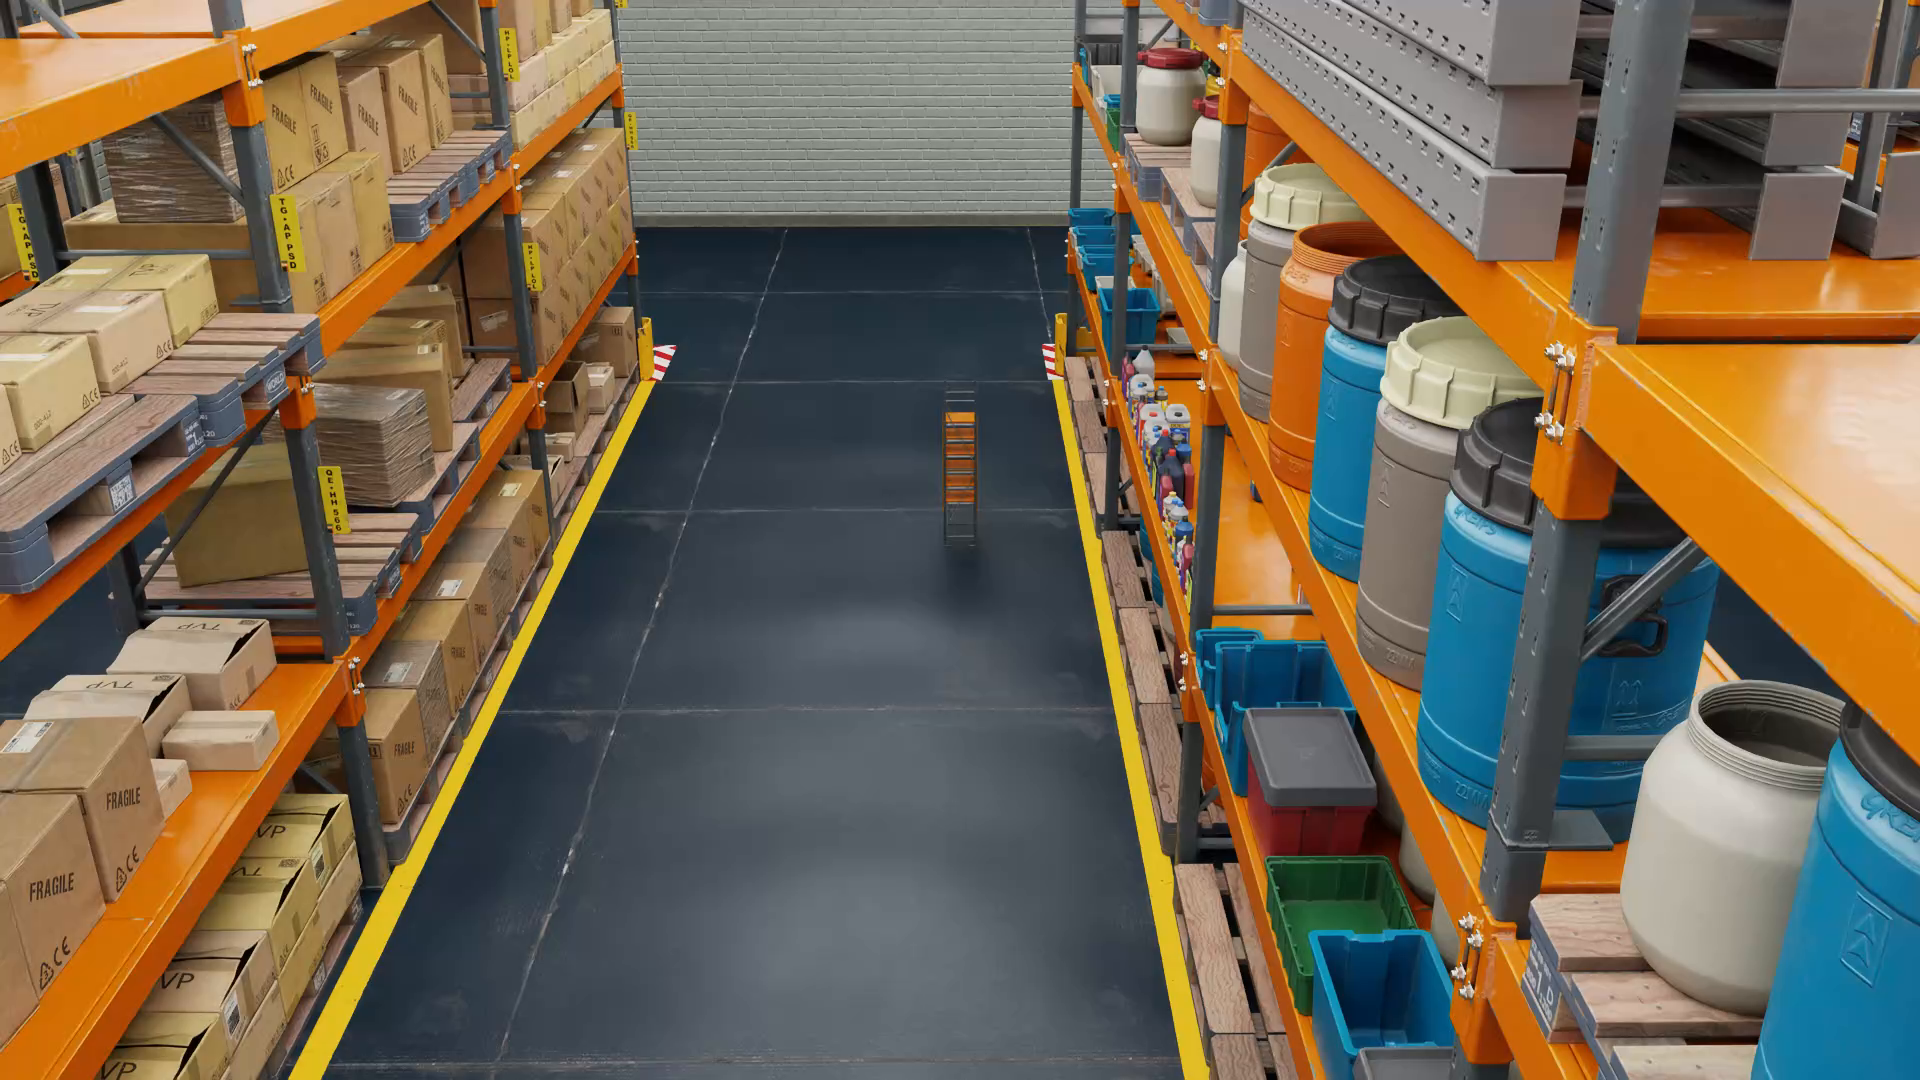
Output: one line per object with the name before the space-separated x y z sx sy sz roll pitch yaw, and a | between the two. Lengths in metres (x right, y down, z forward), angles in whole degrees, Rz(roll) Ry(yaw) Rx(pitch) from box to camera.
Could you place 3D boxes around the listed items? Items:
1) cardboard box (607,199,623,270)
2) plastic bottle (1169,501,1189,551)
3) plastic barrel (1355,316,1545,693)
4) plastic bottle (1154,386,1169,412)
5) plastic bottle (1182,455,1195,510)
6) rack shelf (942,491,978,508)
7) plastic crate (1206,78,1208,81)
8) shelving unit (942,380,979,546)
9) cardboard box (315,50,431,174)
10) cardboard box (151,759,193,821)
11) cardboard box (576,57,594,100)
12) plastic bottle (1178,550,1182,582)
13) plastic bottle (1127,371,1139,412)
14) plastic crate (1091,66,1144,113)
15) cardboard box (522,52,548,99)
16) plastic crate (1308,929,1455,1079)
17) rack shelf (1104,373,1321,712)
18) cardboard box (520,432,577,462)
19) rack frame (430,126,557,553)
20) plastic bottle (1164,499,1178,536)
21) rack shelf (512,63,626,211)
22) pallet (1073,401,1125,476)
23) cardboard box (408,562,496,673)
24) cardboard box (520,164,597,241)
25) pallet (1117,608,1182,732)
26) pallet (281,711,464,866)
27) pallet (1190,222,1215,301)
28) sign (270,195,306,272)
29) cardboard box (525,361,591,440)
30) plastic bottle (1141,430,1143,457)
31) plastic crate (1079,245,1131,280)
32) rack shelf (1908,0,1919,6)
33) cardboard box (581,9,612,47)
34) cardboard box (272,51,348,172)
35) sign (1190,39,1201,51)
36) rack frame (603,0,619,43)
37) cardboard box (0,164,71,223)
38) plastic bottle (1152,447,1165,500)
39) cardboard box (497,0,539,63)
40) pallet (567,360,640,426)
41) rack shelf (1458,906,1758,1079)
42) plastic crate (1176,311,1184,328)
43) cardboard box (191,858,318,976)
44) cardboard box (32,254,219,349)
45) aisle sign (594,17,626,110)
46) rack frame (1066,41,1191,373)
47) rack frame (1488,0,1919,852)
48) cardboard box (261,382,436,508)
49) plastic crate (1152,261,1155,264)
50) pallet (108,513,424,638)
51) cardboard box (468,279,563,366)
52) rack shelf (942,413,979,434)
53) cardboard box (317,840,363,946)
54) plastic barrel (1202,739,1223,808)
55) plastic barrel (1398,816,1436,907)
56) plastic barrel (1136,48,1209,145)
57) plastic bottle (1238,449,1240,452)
cardboard box | -3.172 -2.591 14.101 0.500 0.500 0.500 0 24 0
plastic bottle | 1.162 -0.076 8.818 0.097 0.271 0.097 0 24 0
plastic barrel | 1.397 -0.092 4.448 0.600 0.901 0.600 0 24 0
plastic bottle | 1.292 -0.890 10.701 0.097 0.201 0.097 0 24 0
plastic bottle | 1.281 -0.326 9.356 0.061 0.283 0.133 0 24 -1
rack shelf | 0.000 -0.282 11.990 0.258 0.103 0.180 0 24 -1
plastic crate | 1.800 -3.135 11.944 0.497 0.269 0.590 0 24 -1
shelving unit | 0.000 -0.541 11.873 0.258 1.200 0.189 0 24 -1
cardboard box | -3.452 -2.460 9.541 0.600 0.600 0.600 -1 24 -1
cardboard box | -3.300 0.994 6.601 0.380 0.149 0.250 2 24 3
cardboard box | -3.176 -3.618 13.036 0.500 0.250 0.500 0 24 -1
plastic bottle | 1.166 0.116 8.478 0.097 0.201 0.097 0 24 0
plastic bottle | 1.138 -0.961 10.774 0.097 0.271 0.097 0 24 0
plastic crate | 1.211 -3.361 12.429 0.437 0.282 0.530 0 24 -1
cardboard box | -3.178 -3.228 11.566 0.500 0.250 0.500 0 24 -1
plastic crate | 1.303 1.536 5.118 0.392 0.384 0.575 0 24 -1
rack shelf | 1.561 -0.163 9.727 1.077 0.370 4.000 0 24 -1
cardboard box | -3.222 -0.734 13.021 0.380 0.166 0.250 0 24 -1
rack frame | -3.414 -1.294 11.355 1.000 3.000 0.127 0 24 -1
plastic bottle | 1.160 -0.125 9.010 0.097 0.201 0.097 0 24 0
rack shelf | -3.436 -3.157 12.708 1.077 0.370 4.000 0 24 -1
pallet | 1.476 -0.851 13.760 1.003 0.211 1.213 0 24 -1
cardboard box | -3.112 0.466 9.962 0.500 0.500 0.500 -1 24 -2
cardboard box | -3.156 -2.628 12.970 0.500 0.500 0.500 0 24 1
pallet | 1.522 0.778 10.158 1.003 0.211 1.213 0 24 -1
pallet | -3.341 1.317 8.966 1.003 0.211 1.213 0 24 -1
pallet | 1.672 -1.263 7.875 1.003 0.211 1.213 0 24 -1
sign | -2.815 -1.284 6.968 0.100 0.325 0.005 0 24 -1
cardboard box | -3.440 -1.132 13.491 0.797 0.503 0.637 0 24 -1
plastic bottle | 1.147 -0.603 10.067 0.097 0.201 0.097 0 24 0
plastic crate | 1.183 -2.269 13.640 0.416 0.233 0.300 0 24 -1
rack shelf | 6.513 -2.737 8.623 1.077 0.370 4.000 0 24 -1
cardboard box | -3.197 -4.258 13.844 0.500 0.250 0.500 0 24 -1
cardboard box | -3.380 -2.114 8.193 0.500 0.500 0.500 0 24 -1
sign | 2.045 -4.292 14.469 0.100 0.325 0.005 0 24 -1
rack frame | -3.458 -5.676 13.763 1.000 3.000 0.127 0 24 -1
cardboard box | -8.396 -2.845 14.421 0.980 0.700 0.700 1 24 2
plastic bottle | 1.136 -0.381 9.476 0.061 0.283 0.133 0 24 -1
cardboard box | -3.321 -3.569 11.410 0.700 0.500 0.500 0 24 -1
pallet | -3.447 -1.312 14.779 1.003 0.211 1.213 0 24 -1
rack shelf | 1.648 1.767 1.820 1.077 0.370 4.000 0 24 -1
plastic crate | 1.780 -1.741 12.192 0.402 0.464 0.583 0 24 -1
cardboard box | -3.106 1.589 7.127 0.500 0.311 0.500 -1 24 -1
cardboard box | -3.309 -0.949 6.624 0.500 0.250 0.500 -2 24 -4
aisle sign | -3.152 -4.157 14.529 0.394 0.787 0.004 0 24 -1
rack frame | 1.495 -2.963 15.046 1.000 3.000 0.127 0 24 -1
rack frame | 1.626 -0.752 2.876 1.000 3.000 0.127 0 24 -1
cardboard box | -3.309 -0.520 9.012 0.700 0.500 0.500 4 25 9
plastic crate | 1.723 -2.179 13.559 0.298 0.136 0.250 0 24 -1
pallet | -3.448 0.162 8.367 1.213 0.211 1.003 0 24 -1
cardboard box | -3.147 -1.551 11.802 0.500 0.500 0.500 0 24 1
rack shelf | 0.000 -0.828 11.743 0.258 0.103 0.180 0 24 -1
cardboard box | -3.121 1.631 7.714 0.500 0.250 0.500 0 24 1
plastic barrel | 1.560 0.929 8.563 0.600 0.830 0.708 0 24 -1
plastic barrel | 1.822 1.044 6.021 0.433 0.535 0.433 0 24 0
plastic barrel | 1.294 -2.717 10.186 0.433 0.535 0.433 0 24 0
plastic bottle | 1.753 -0.674 10.139 0.097 0.271 0.097 0 24 0
